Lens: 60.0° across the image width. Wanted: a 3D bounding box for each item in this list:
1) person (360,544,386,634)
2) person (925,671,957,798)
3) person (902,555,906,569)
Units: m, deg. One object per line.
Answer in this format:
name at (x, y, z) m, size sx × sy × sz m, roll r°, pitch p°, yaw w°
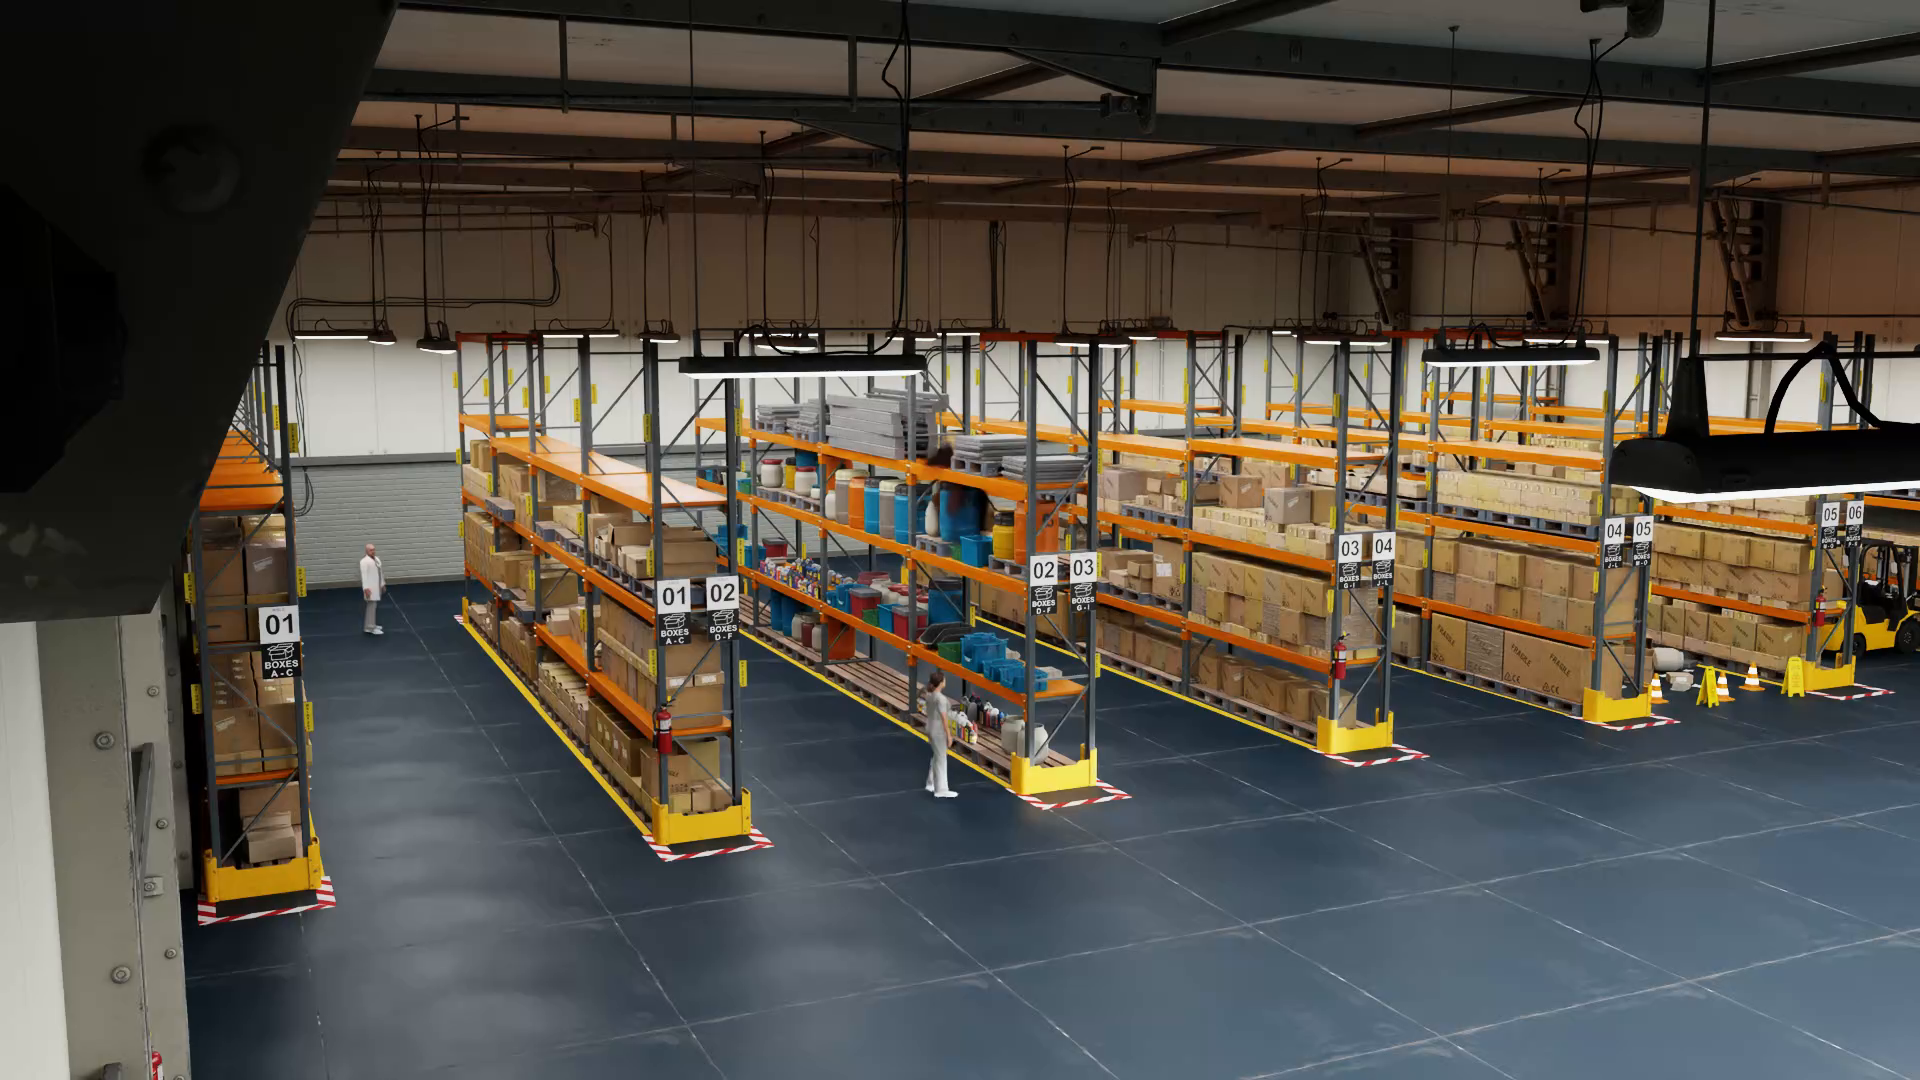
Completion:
person at (-11.776, 1.080, 33.324) m, size 0.439 × 1.599 × 0.633 m, roll 0°, pitch 8°, yaw -3°
person at (-0.275, 2.584, 21.960) m, size 0.380 × 1.741 × 0.535 m, roll -3°, pitch 8°, yaw -24°
person at (-1.141, 0.166, 39.649) m, size 0.516 × 1.702 × 0.493 m, roll 7°, pitch 10°, yaw 40°
